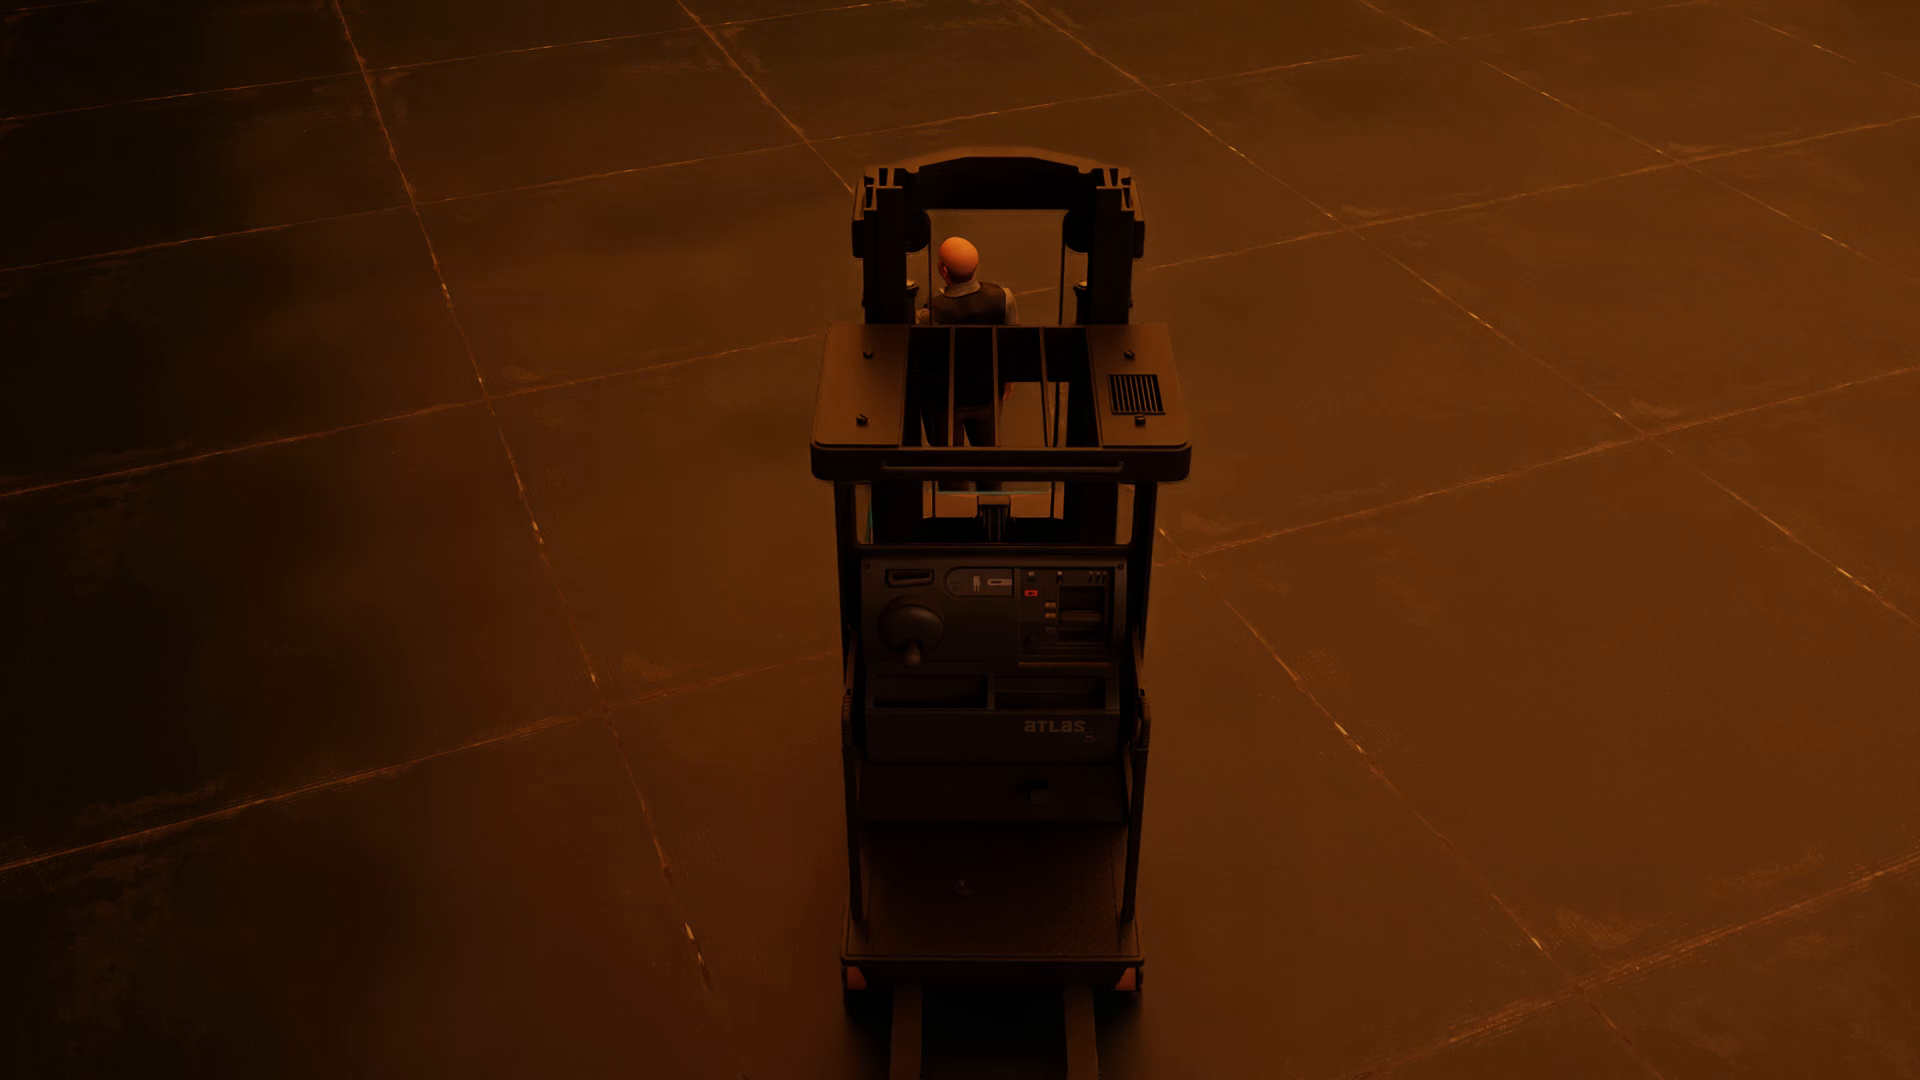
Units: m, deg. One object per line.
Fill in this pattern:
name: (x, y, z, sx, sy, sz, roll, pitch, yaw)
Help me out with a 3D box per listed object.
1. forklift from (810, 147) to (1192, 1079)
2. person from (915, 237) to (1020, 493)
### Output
forklift: (0.119, 0.315, 5.656, 1.130, 2.935, 3.031, 0, 35, 0)
person: (-0.017, -0.742, 8.174, 0.632, 1.720, 0.568, -14, 38, -19)
